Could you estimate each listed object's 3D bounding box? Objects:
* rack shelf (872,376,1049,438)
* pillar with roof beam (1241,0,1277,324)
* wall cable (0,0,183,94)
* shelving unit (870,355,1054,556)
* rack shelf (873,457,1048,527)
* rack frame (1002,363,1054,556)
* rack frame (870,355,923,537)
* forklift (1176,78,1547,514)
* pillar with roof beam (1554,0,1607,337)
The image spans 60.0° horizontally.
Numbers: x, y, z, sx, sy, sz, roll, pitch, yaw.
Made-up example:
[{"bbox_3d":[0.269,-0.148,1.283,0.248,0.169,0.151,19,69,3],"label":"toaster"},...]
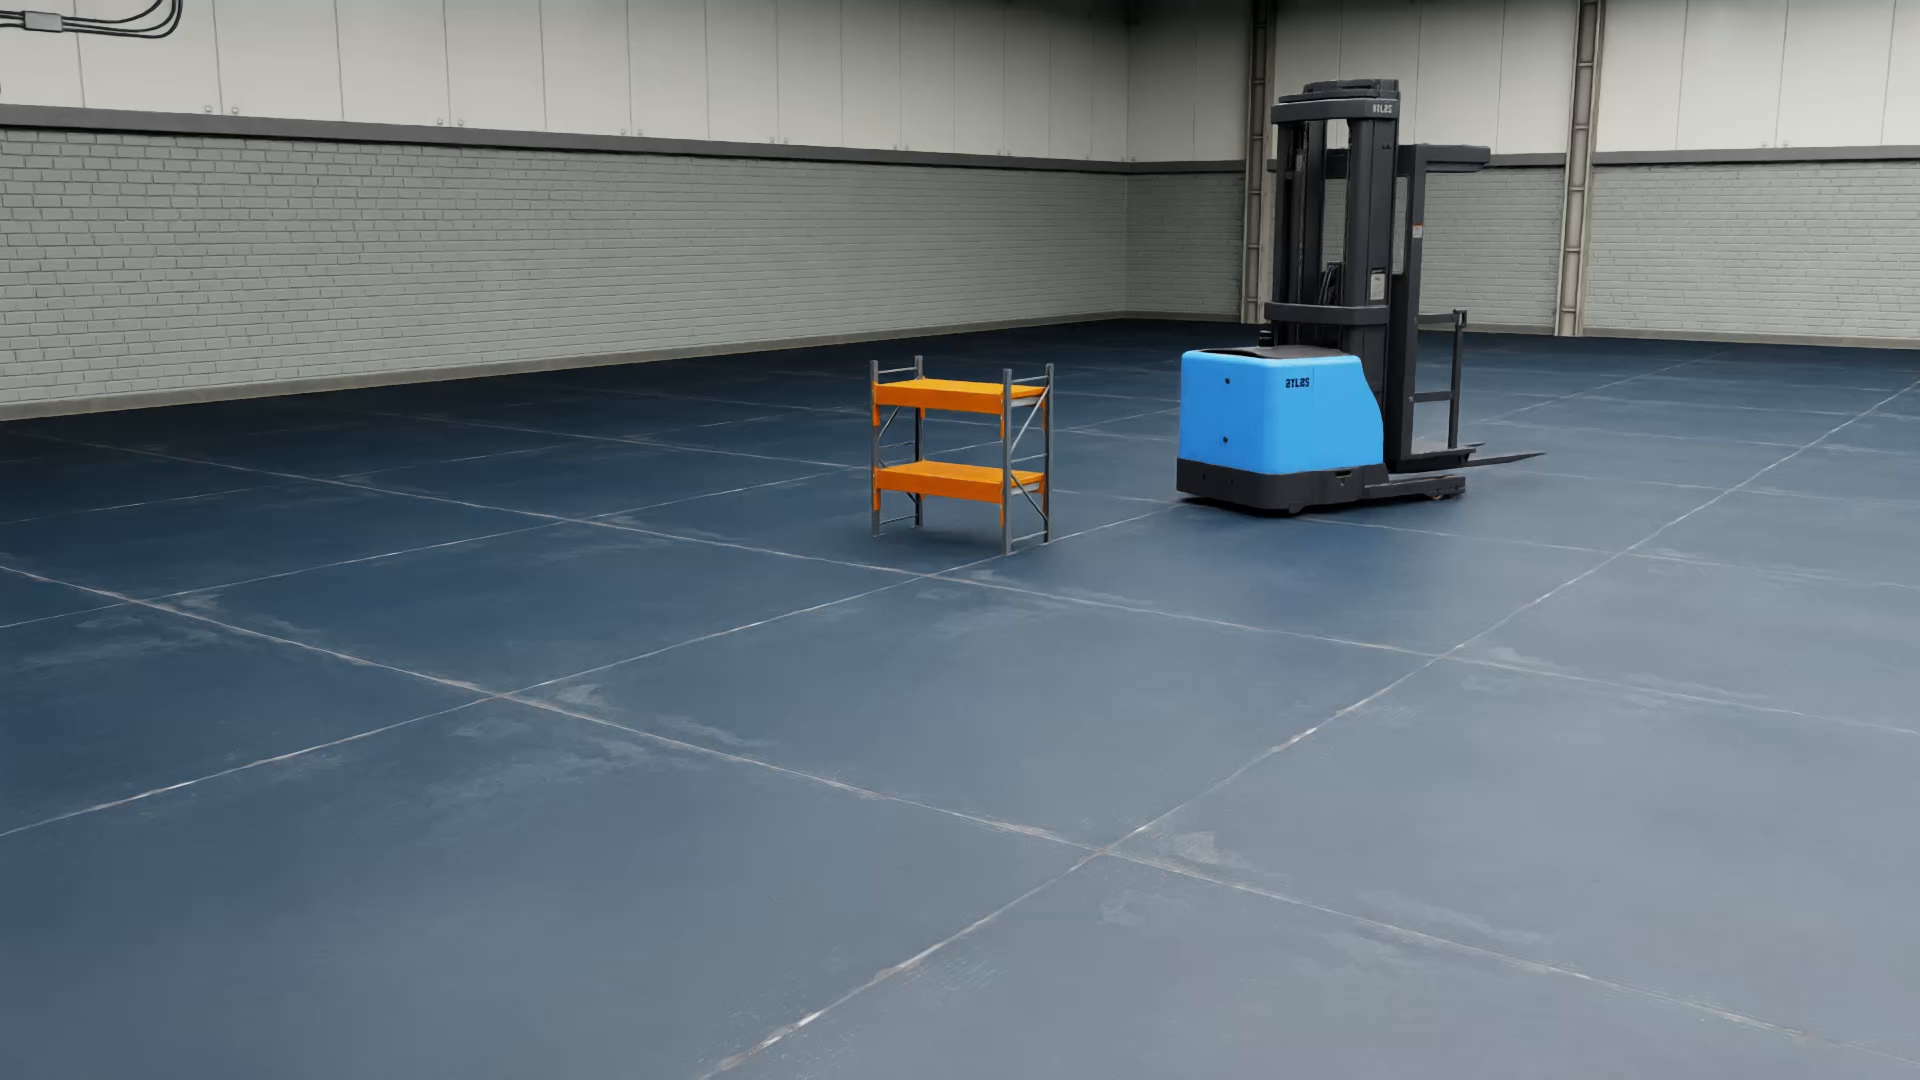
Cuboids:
[{"bbox_3d":[0.005,-0.839,10.363,1.000,0.278,0.538,8,13,36],"label":"rack shelf"},{"bbox_3d":[3.142,-7.961,27.990,0.548,9.000,9.100,8,13,36],"label":"pillar with roof beam"},{"bbox_3d":[-8.915,-7.453,16.408,0.169,6.003,2.305,8,13,36],"label":"wall cable"},{"bbox_3d":[0.005,-0.552,10.419,1.048,1.125,0.538,8,13,36],"label":"shelving unit"},{"bbox_3d":[0.005,-0.311,10.465,1.000,0.278,0.538,8,13,36],"label":"rack shelf"},{"bbox_3d":[0.415,-0.494,10.124,0.032,1.125,0.500,8,13,36],"label":"rack frame"},{"bbox_3d":[-0.404,-0.609,10.714,0.032,1.125,0.500,8,13,36],"label":"rack frame"},{"bbox_3d":[3.086,-1.802,12.129,3.031,2.935,1.130,-7,13,-31],"label":"forklift"},{"bbox_3d":[7.978,-7.287,24.503,0.400,9.000,9.100,8,13,36],"label":"pillar with roof beam"}]
